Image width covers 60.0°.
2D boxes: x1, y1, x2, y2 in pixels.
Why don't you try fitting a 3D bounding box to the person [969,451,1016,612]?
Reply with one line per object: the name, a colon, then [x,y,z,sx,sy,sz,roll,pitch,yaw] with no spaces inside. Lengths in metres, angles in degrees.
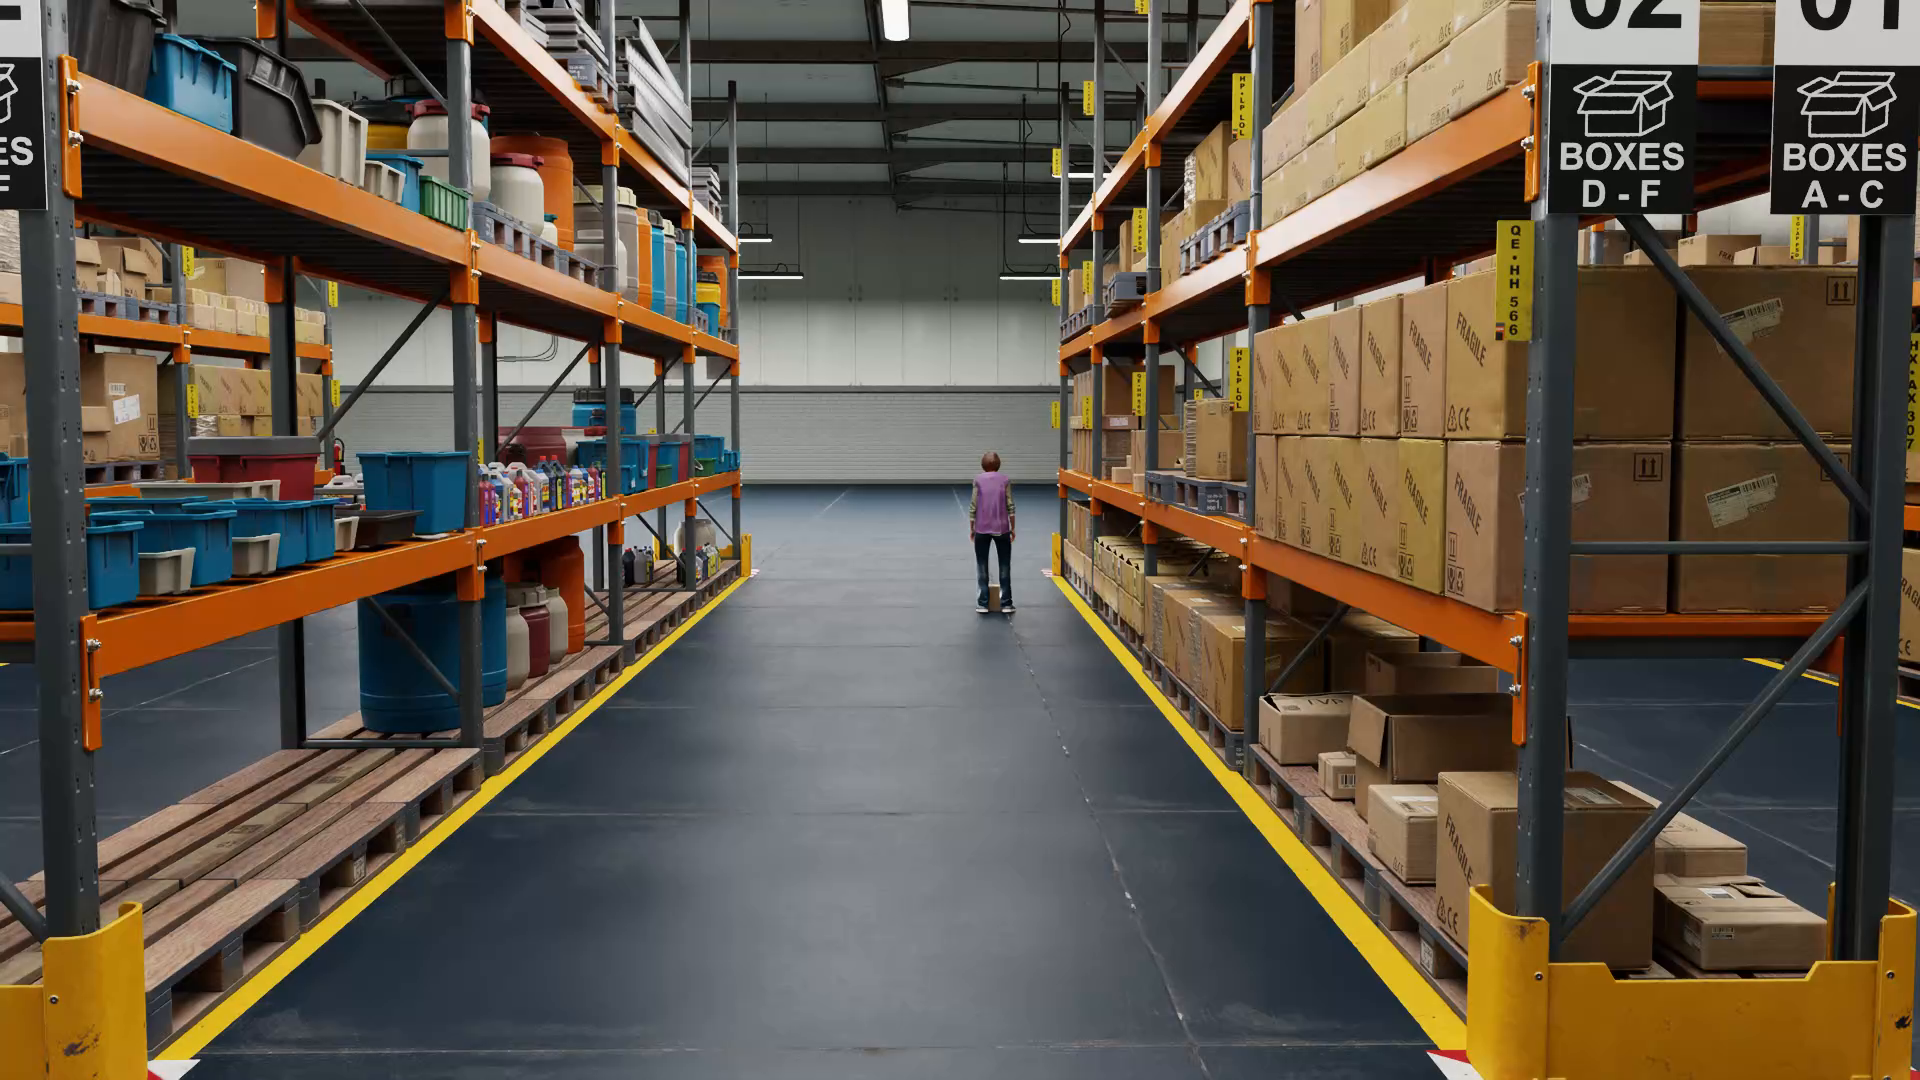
person: [0.319,-0.077,16.348,0.463,1.593,0.343,0,4,0]
